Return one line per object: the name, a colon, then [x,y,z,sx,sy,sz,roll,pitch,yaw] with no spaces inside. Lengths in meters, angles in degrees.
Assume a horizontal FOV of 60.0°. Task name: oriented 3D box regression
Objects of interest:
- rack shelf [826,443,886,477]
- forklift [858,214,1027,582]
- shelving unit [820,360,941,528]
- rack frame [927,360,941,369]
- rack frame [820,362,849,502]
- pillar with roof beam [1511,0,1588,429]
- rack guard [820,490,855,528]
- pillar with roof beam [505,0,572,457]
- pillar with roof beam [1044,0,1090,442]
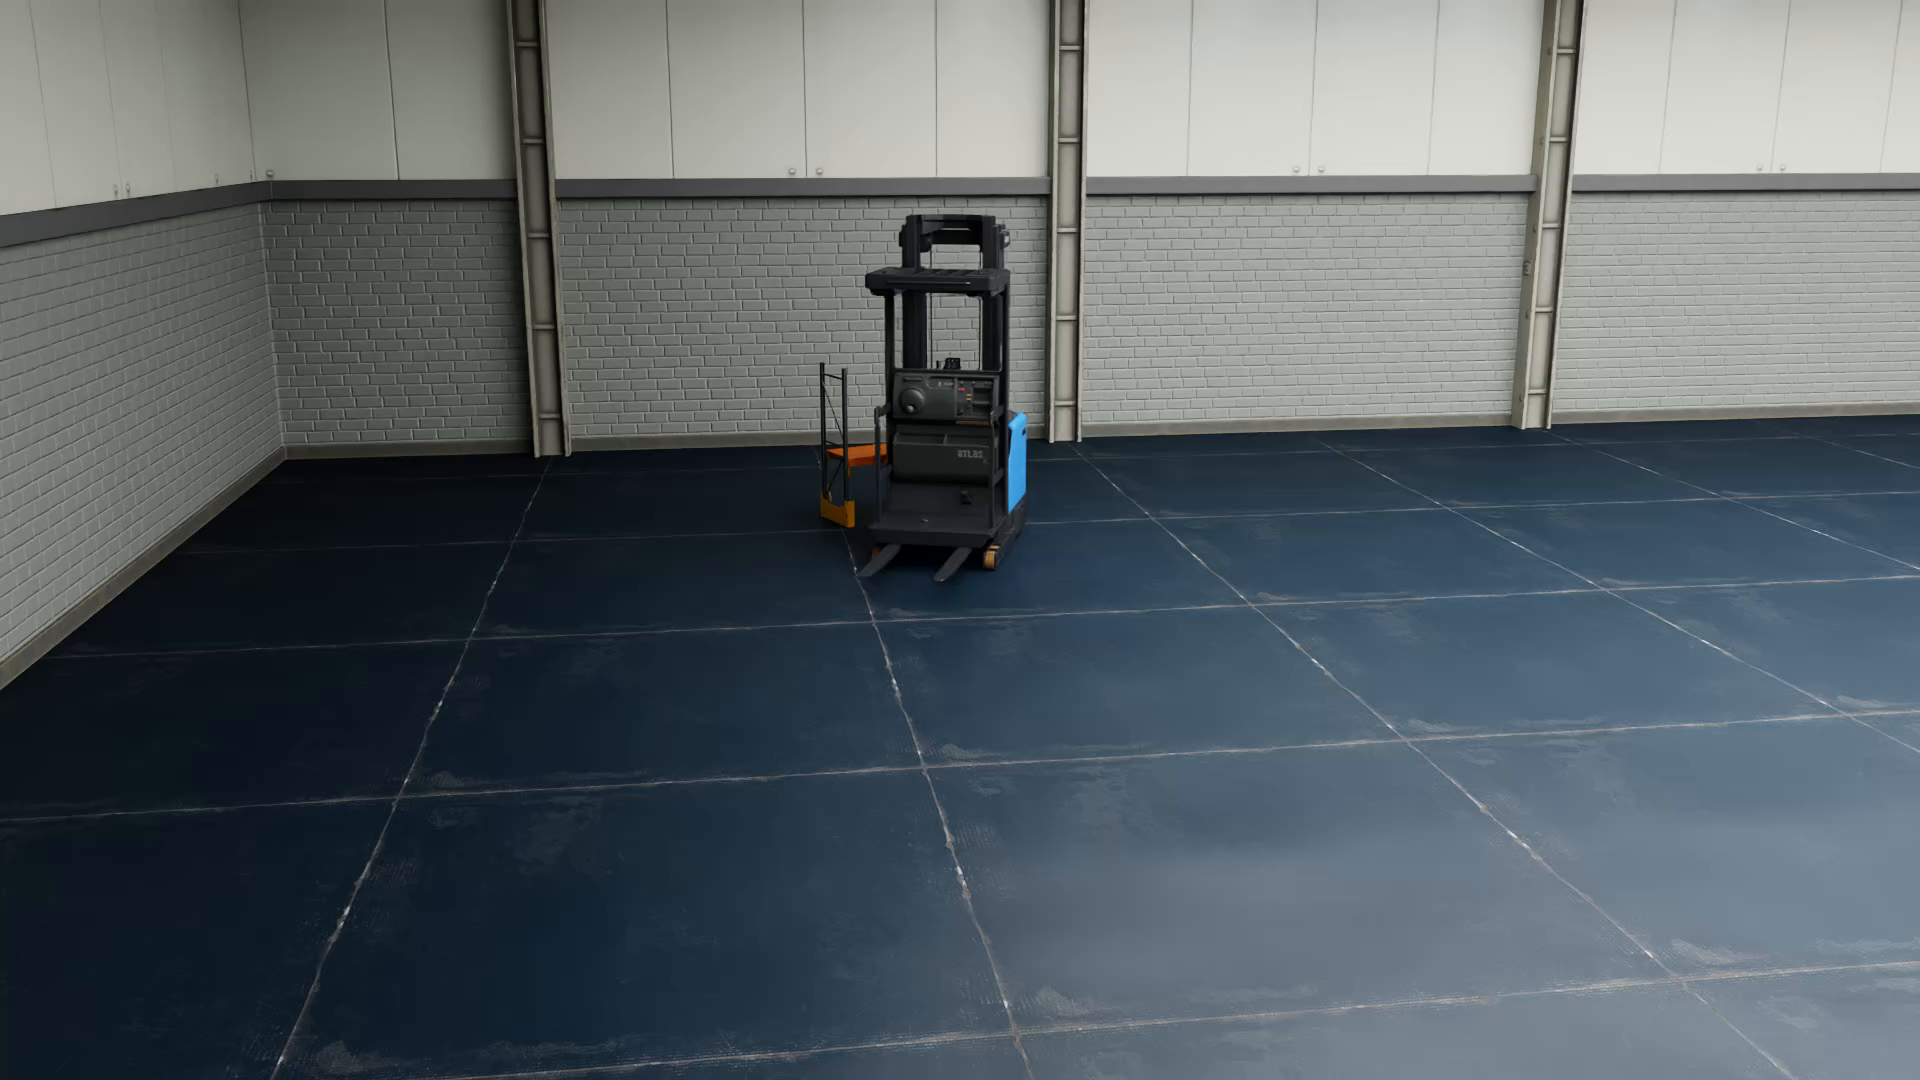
rack shelf: [-0.755,-0.797,16.054,1.000,0.185,0.538,-8,16,-30]
forklift: [-0.163,-1.262,14.230,1.130,2.935,3.031,3,14,11]
shelving unit: [-0.747,-0.972,16.015,1.083,1.500,0.587,-8,16,-30]
rack frame: [-0.320,-1.035,16.266,0.032,1.500,0.500,-8,16,-30]
rack frame: [-1.190,-0.907,15.756,0.032,1.500,0.500,-8,16,-30]
pillar with roof beam: [7.814,-4.756,15.688,0.400,9.000,9.100,-2,14,-8]
rack guard: [-1.173,-0.303,15.918,0.087,0.250,0.587,-8,16,-30]
pillar with roof beam: [-4.052,-4.322,13.954,0.400,9.000,9.100,-2,14,-8]
pillar with roof beam: [1.881,-4.539,14.821,0.400,9.000,9.100,-2,14,-8]
